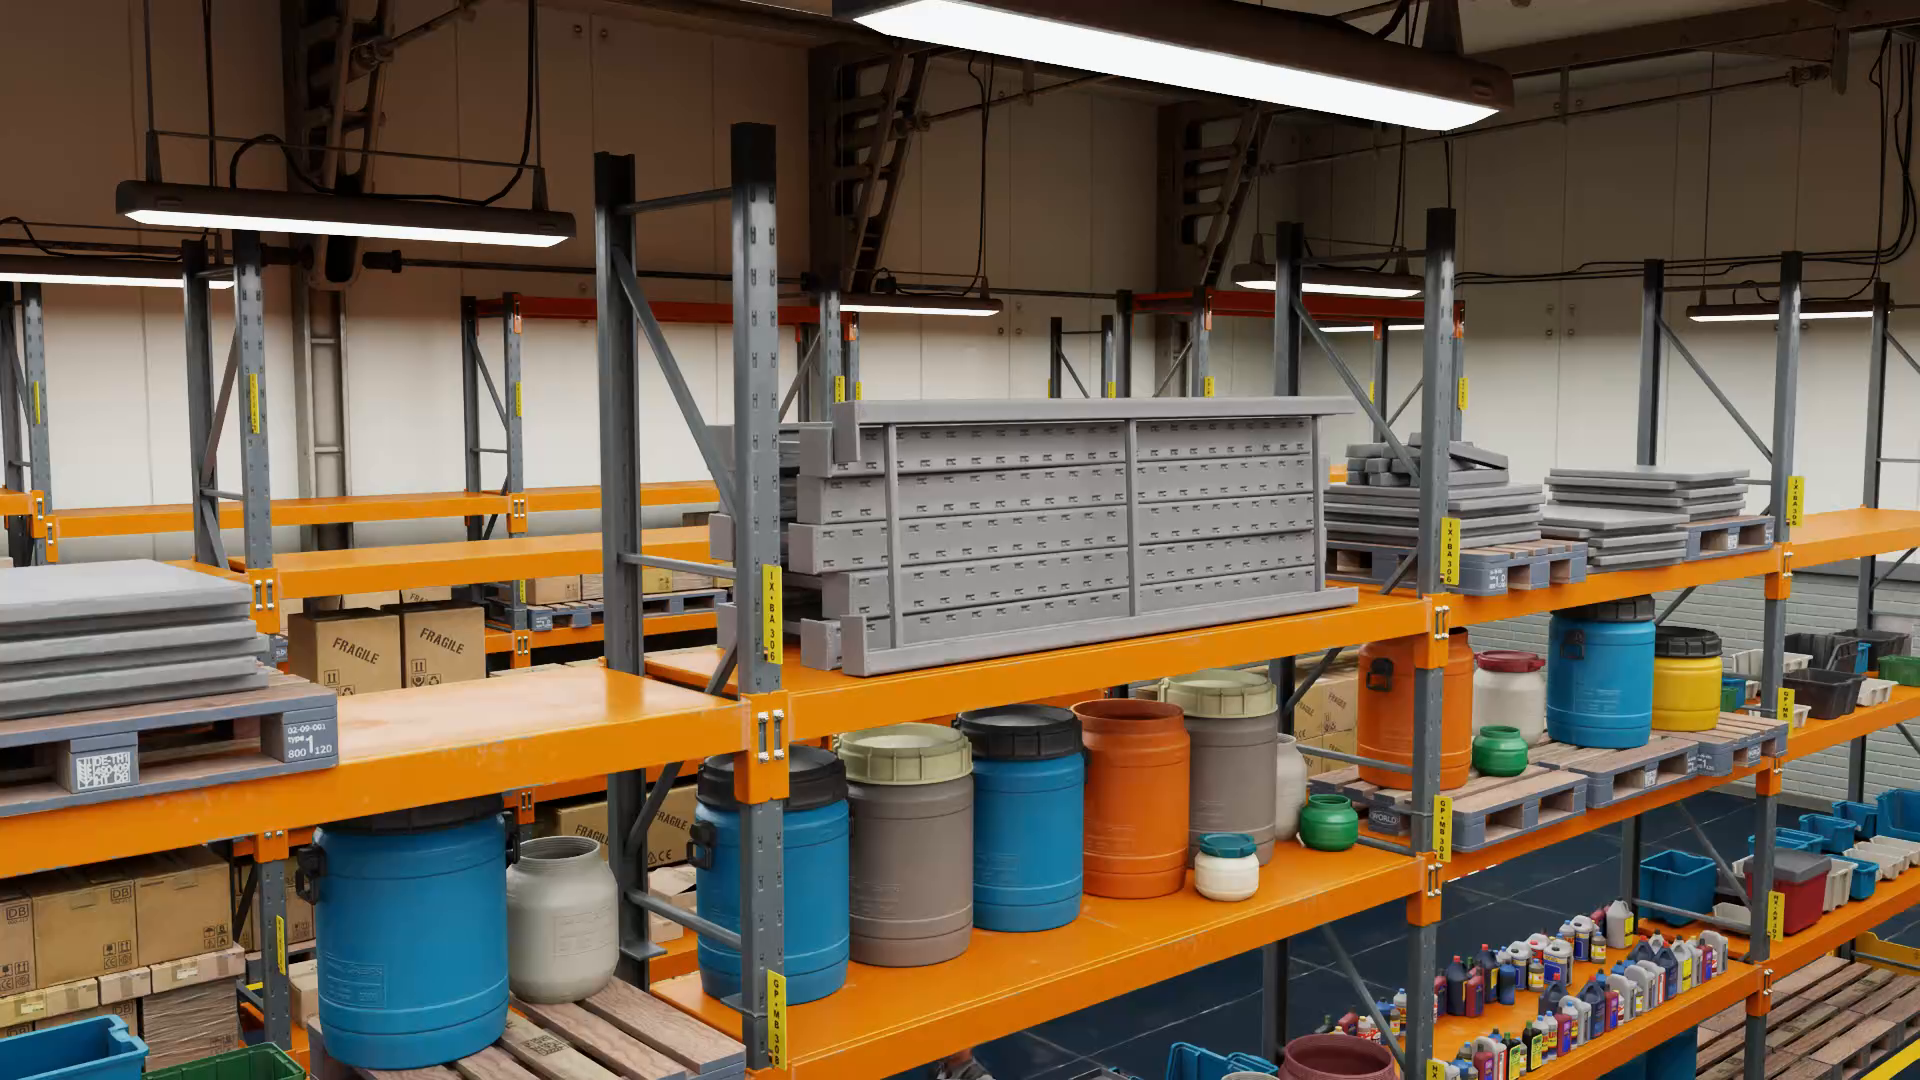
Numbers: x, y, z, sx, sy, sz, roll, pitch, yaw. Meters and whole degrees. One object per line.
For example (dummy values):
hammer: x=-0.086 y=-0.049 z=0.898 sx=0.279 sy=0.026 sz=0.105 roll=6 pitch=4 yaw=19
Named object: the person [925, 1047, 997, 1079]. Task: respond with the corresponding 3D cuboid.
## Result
person: x=-0.007 y=3.448 z=9.113 sx=0.909 sy=1.718 sz=0.663 roll=-5 pitch=7 yaw=-41
